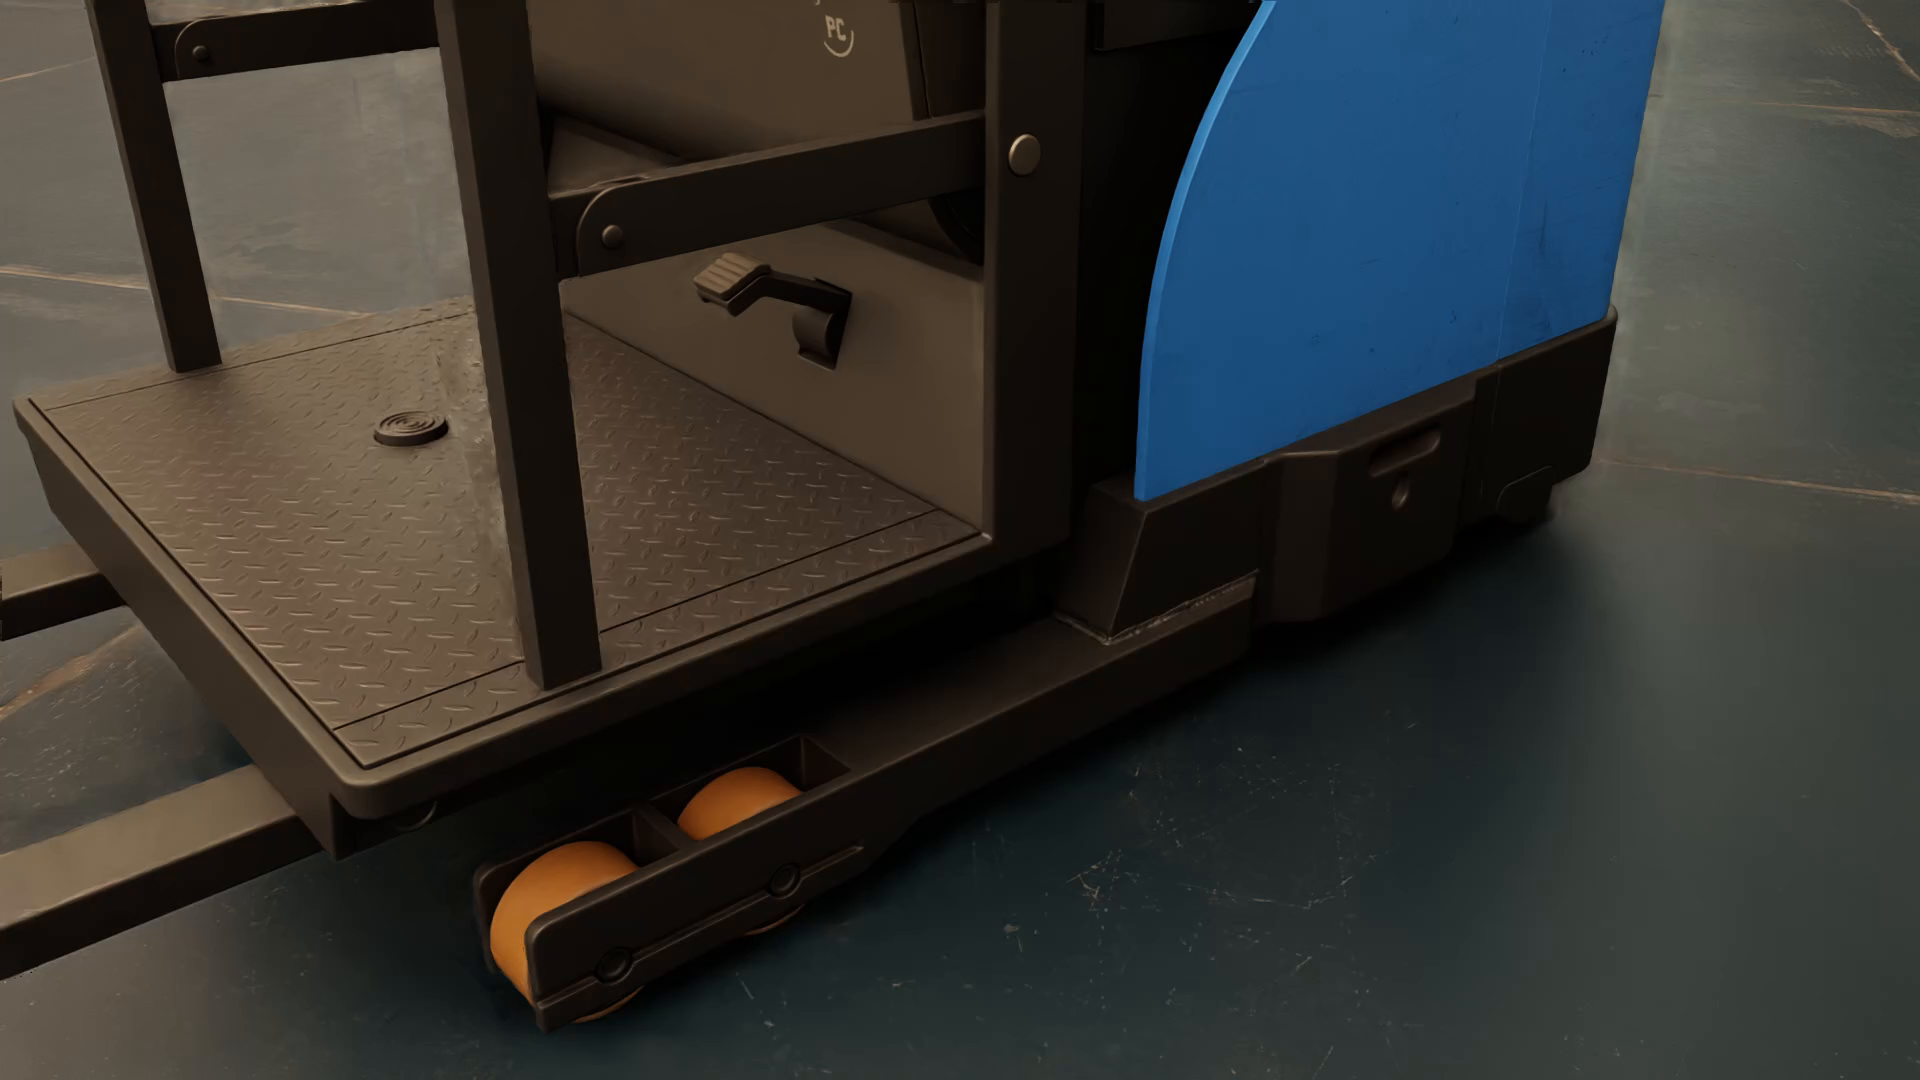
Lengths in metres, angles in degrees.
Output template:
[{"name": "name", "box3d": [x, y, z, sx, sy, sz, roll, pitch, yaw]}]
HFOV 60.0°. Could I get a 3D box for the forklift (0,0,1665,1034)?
[{"name": "forklift", "box3d": [-0.467, -1.115, 1.461, 3.031, 2.935, 1.130, -21, 34, -35]}]
